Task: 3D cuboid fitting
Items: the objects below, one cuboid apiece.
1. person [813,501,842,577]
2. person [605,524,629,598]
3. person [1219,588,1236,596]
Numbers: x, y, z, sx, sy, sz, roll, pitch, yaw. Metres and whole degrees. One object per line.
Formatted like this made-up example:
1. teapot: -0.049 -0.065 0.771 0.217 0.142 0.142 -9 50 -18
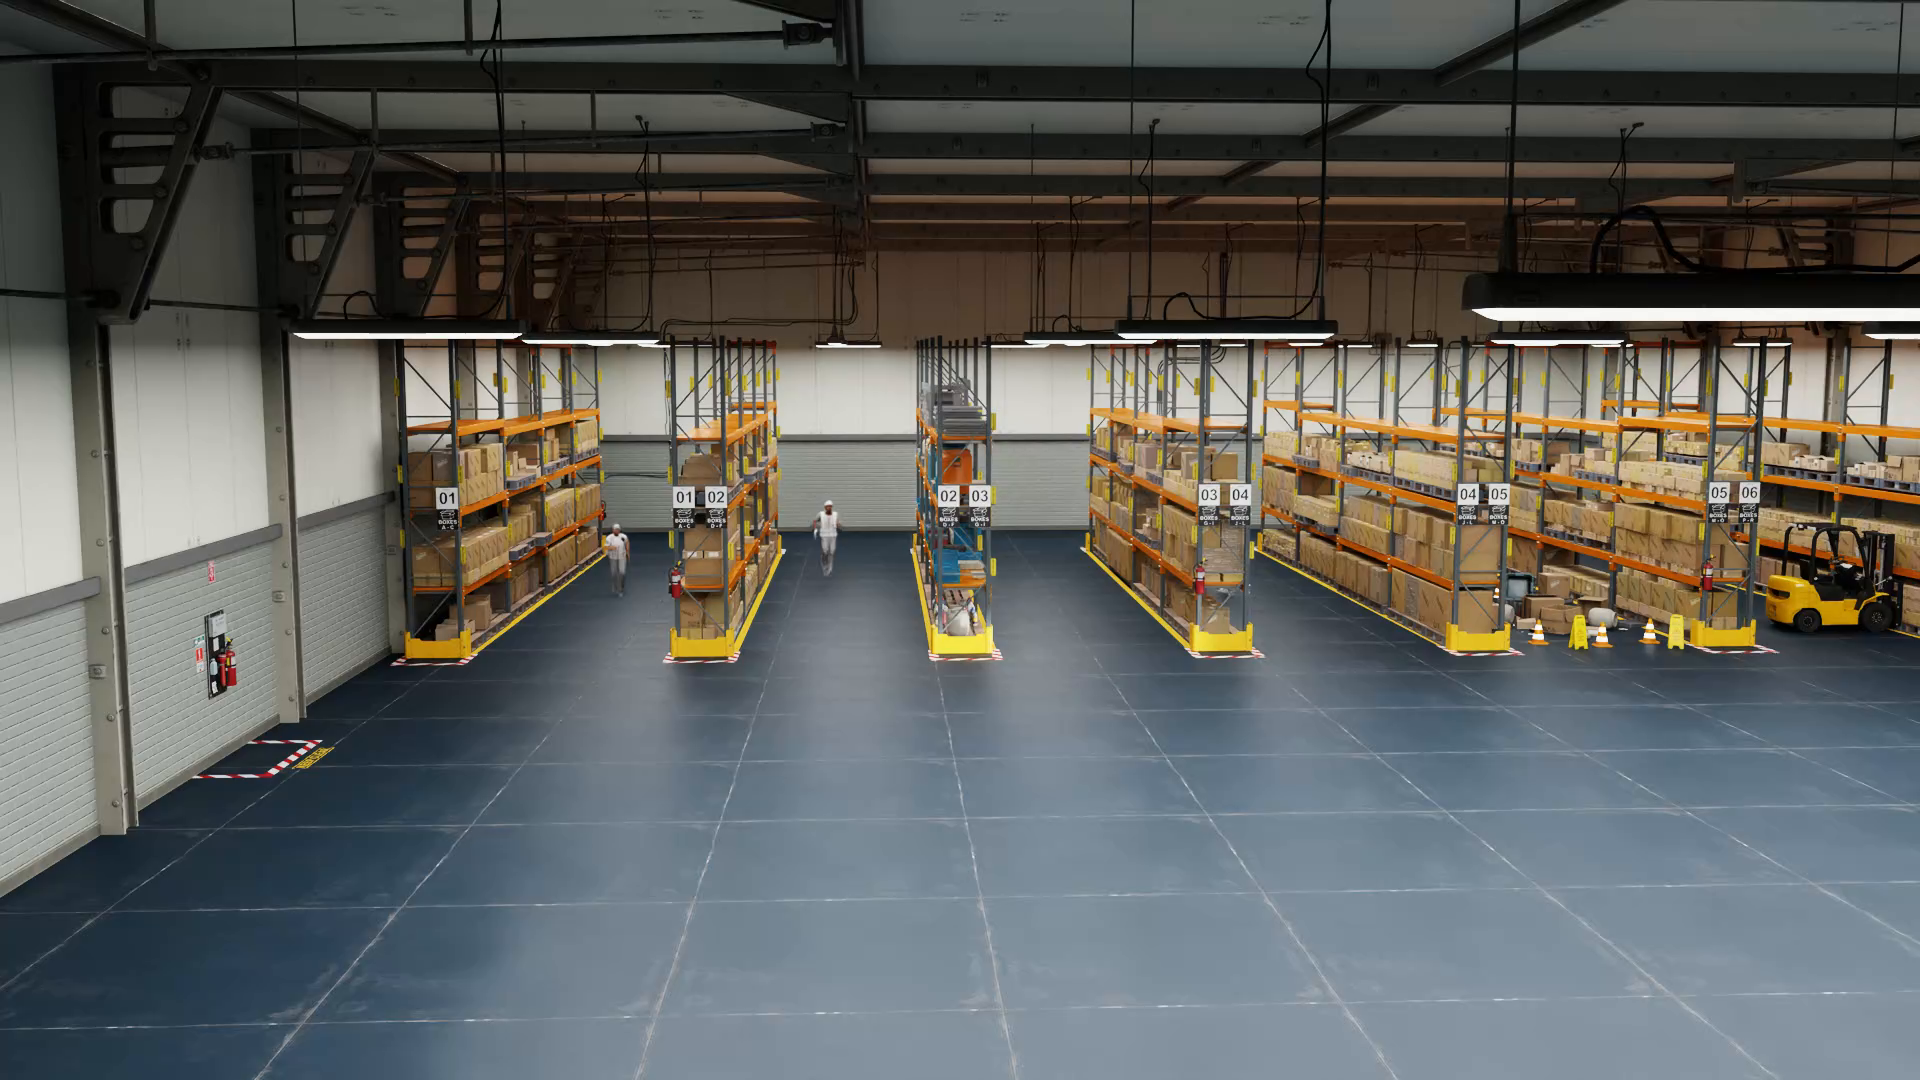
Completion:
1. person: -3.205 -0.032 40.511 0.667 1.851 0.699 -2 7 -15
2. person: -8.040 0.472 38.998 0.553 1.724 0.843 -1 7 -10
3. person: 6.408 0.548 38.942 0.678 1.511 0.588 2 7 15
